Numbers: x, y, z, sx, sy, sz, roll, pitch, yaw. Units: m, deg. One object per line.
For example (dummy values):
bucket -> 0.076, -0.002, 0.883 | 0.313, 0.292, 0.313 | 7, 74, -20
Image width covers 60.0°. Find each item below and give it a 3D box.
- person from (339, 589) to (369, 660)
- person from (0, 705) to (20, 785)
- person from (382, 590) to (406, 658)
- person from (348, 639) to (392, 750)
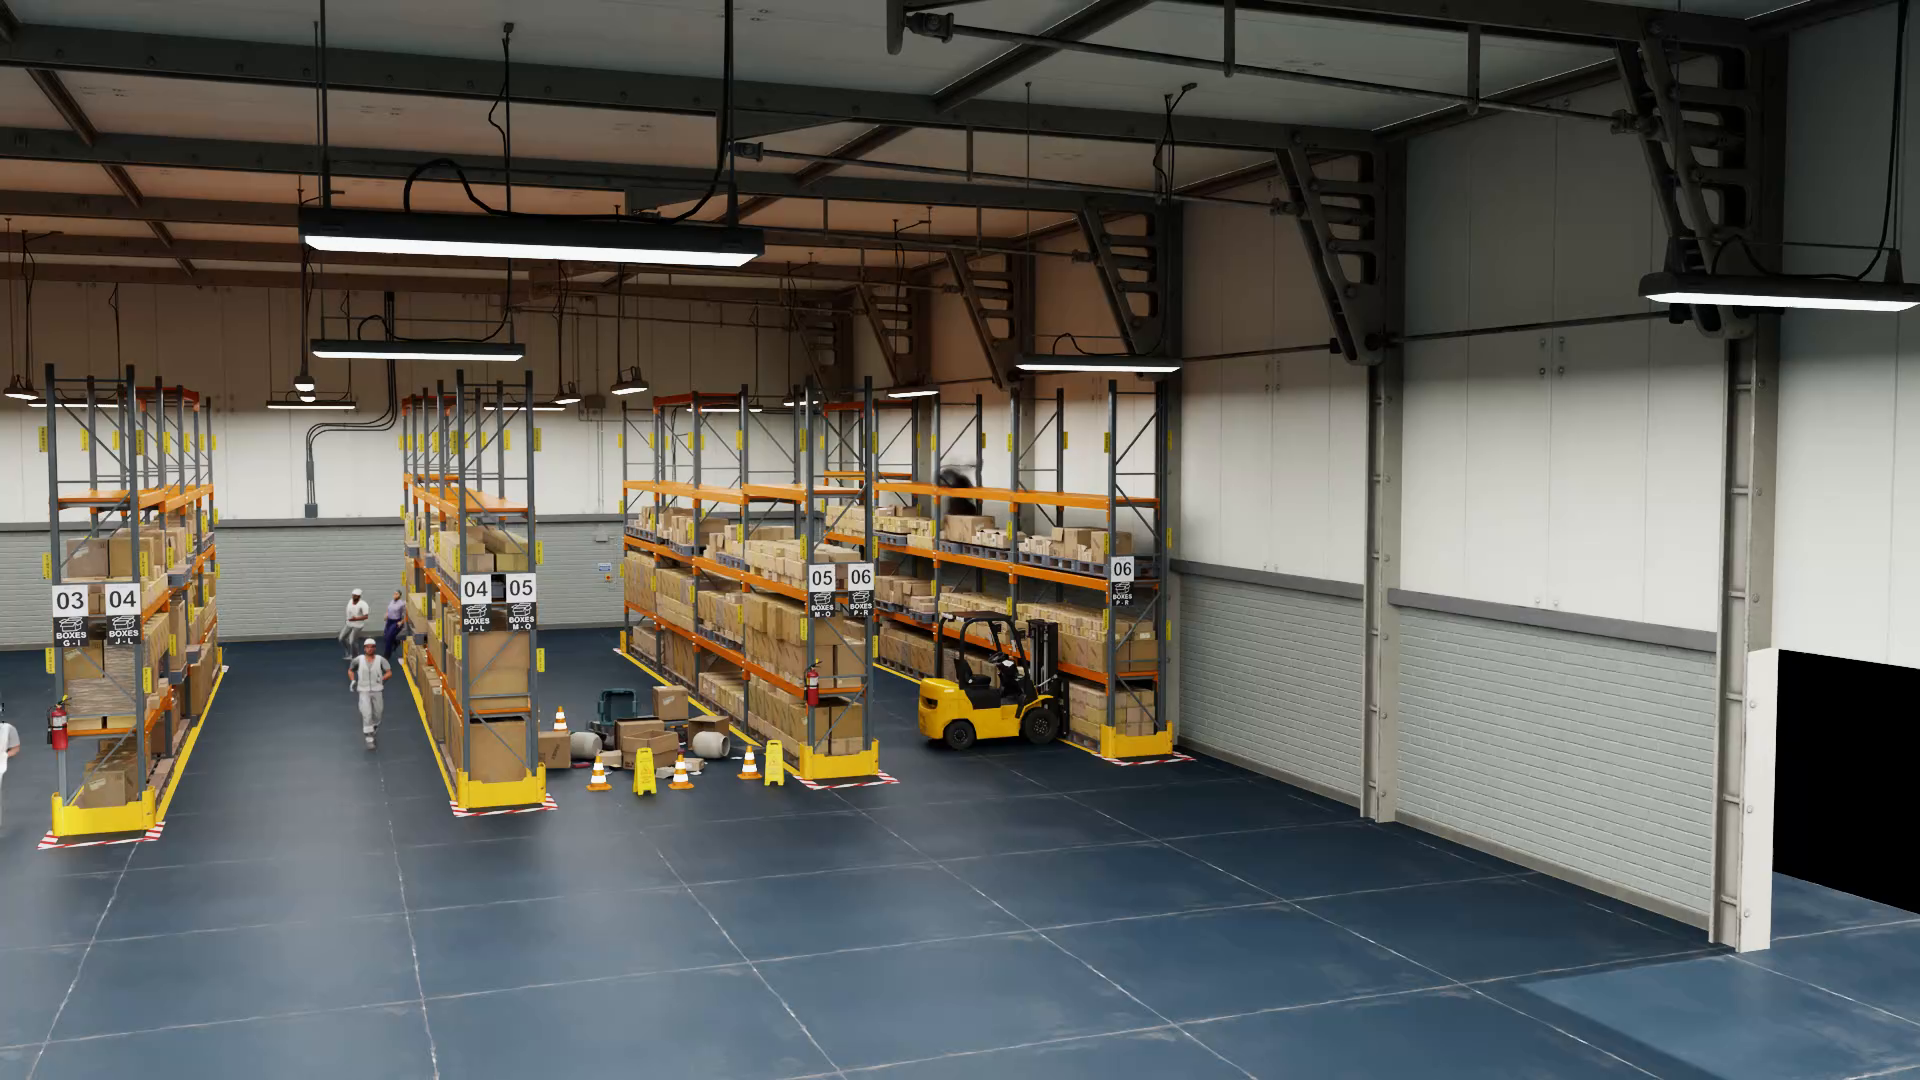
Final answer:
person -> -13.838, 1.939, 37.962 | 0.792, 1.661, 0.601 | 1, 4, 22
person -> -12.169, 2.914, 20.813 | 0.696, 1.799, 0.793 | -3, 4, -39
person -> -13.137, 1.951, 38.750 | 0.654, 1.581, 0.666 | 1, 4, 23
person -> -9.672, 2.499, 27.301 | 0.673, 1.777, 0.872 | -2, 4, -24
